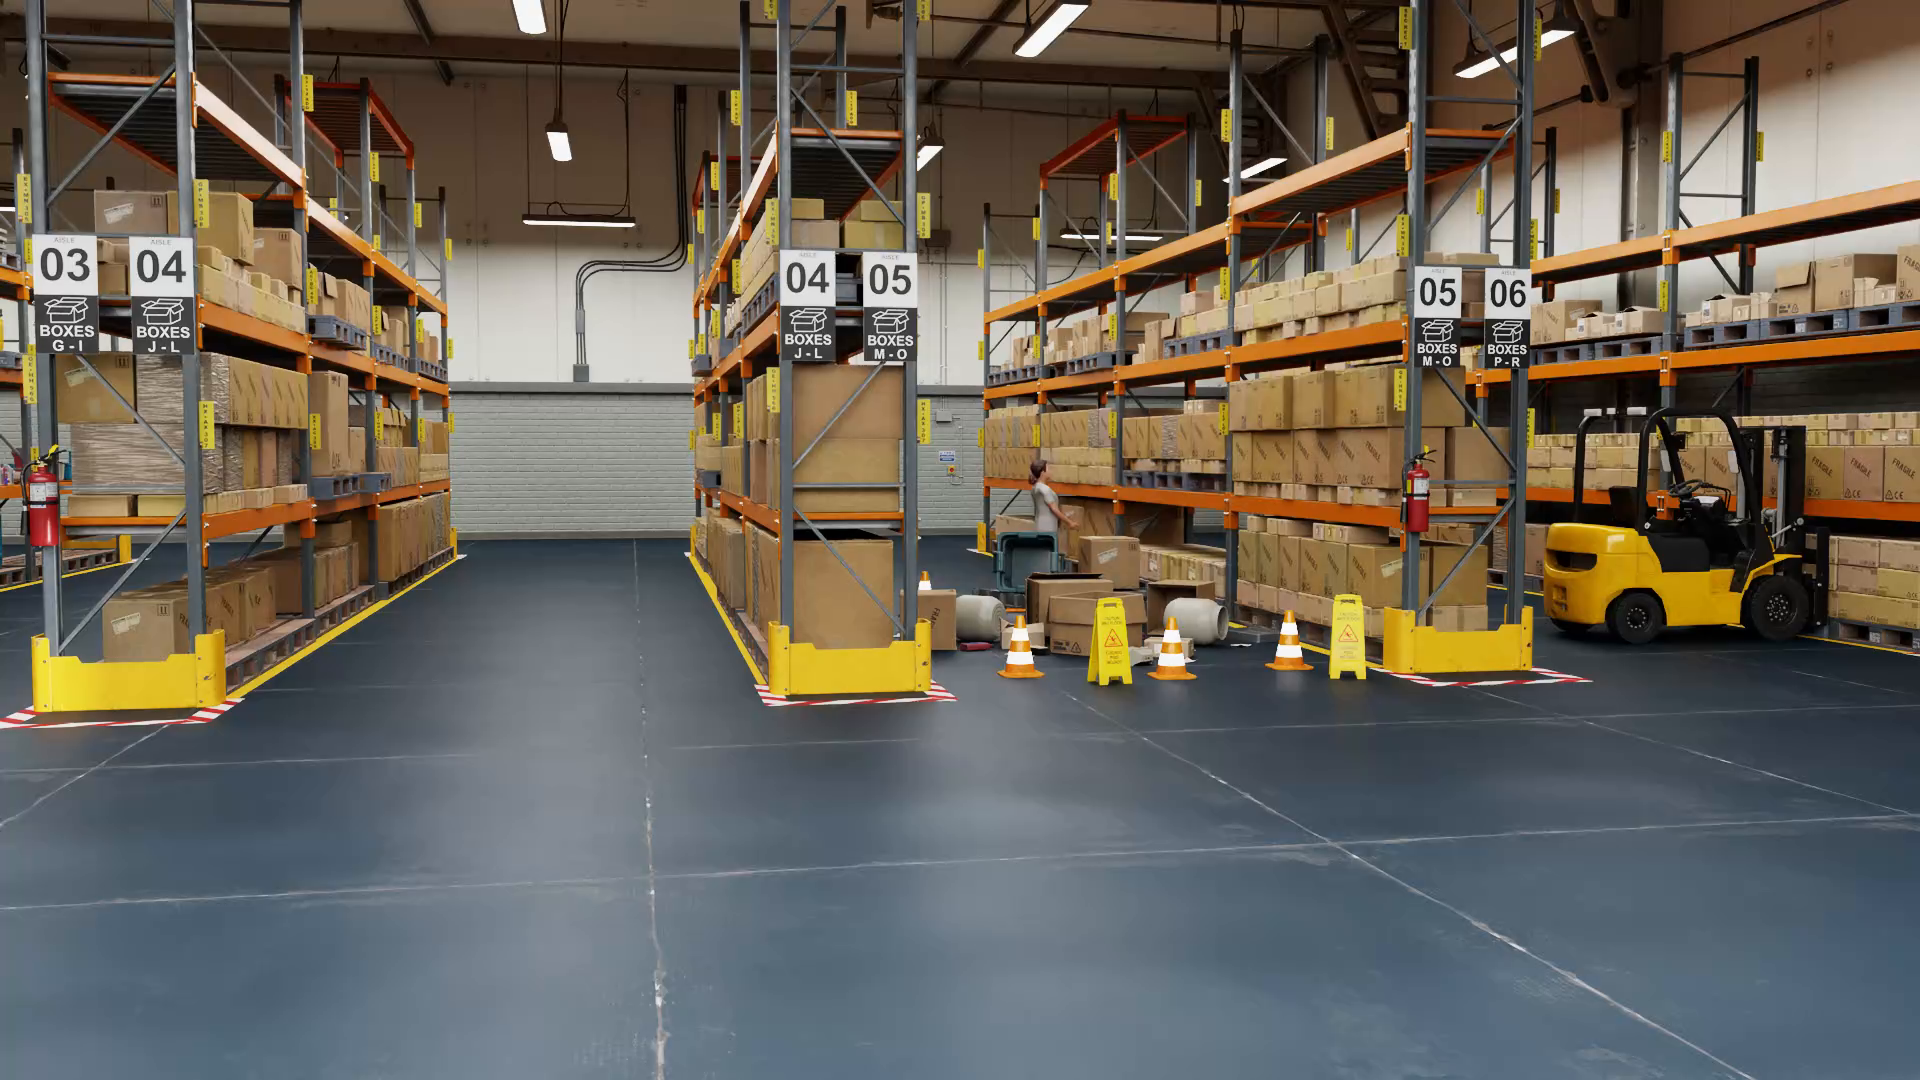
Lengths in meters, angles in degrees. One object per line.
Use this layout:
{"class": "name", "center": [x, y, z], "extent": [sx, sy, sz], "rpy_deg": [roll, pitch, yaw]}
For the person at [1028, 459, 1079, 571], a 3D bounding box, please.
{"class": "person", "center": [1.022, -0.067, 18.487], "extent": [0.559, 1.662, 0.439], "rpy_deg": [-1, 3, -11]}
